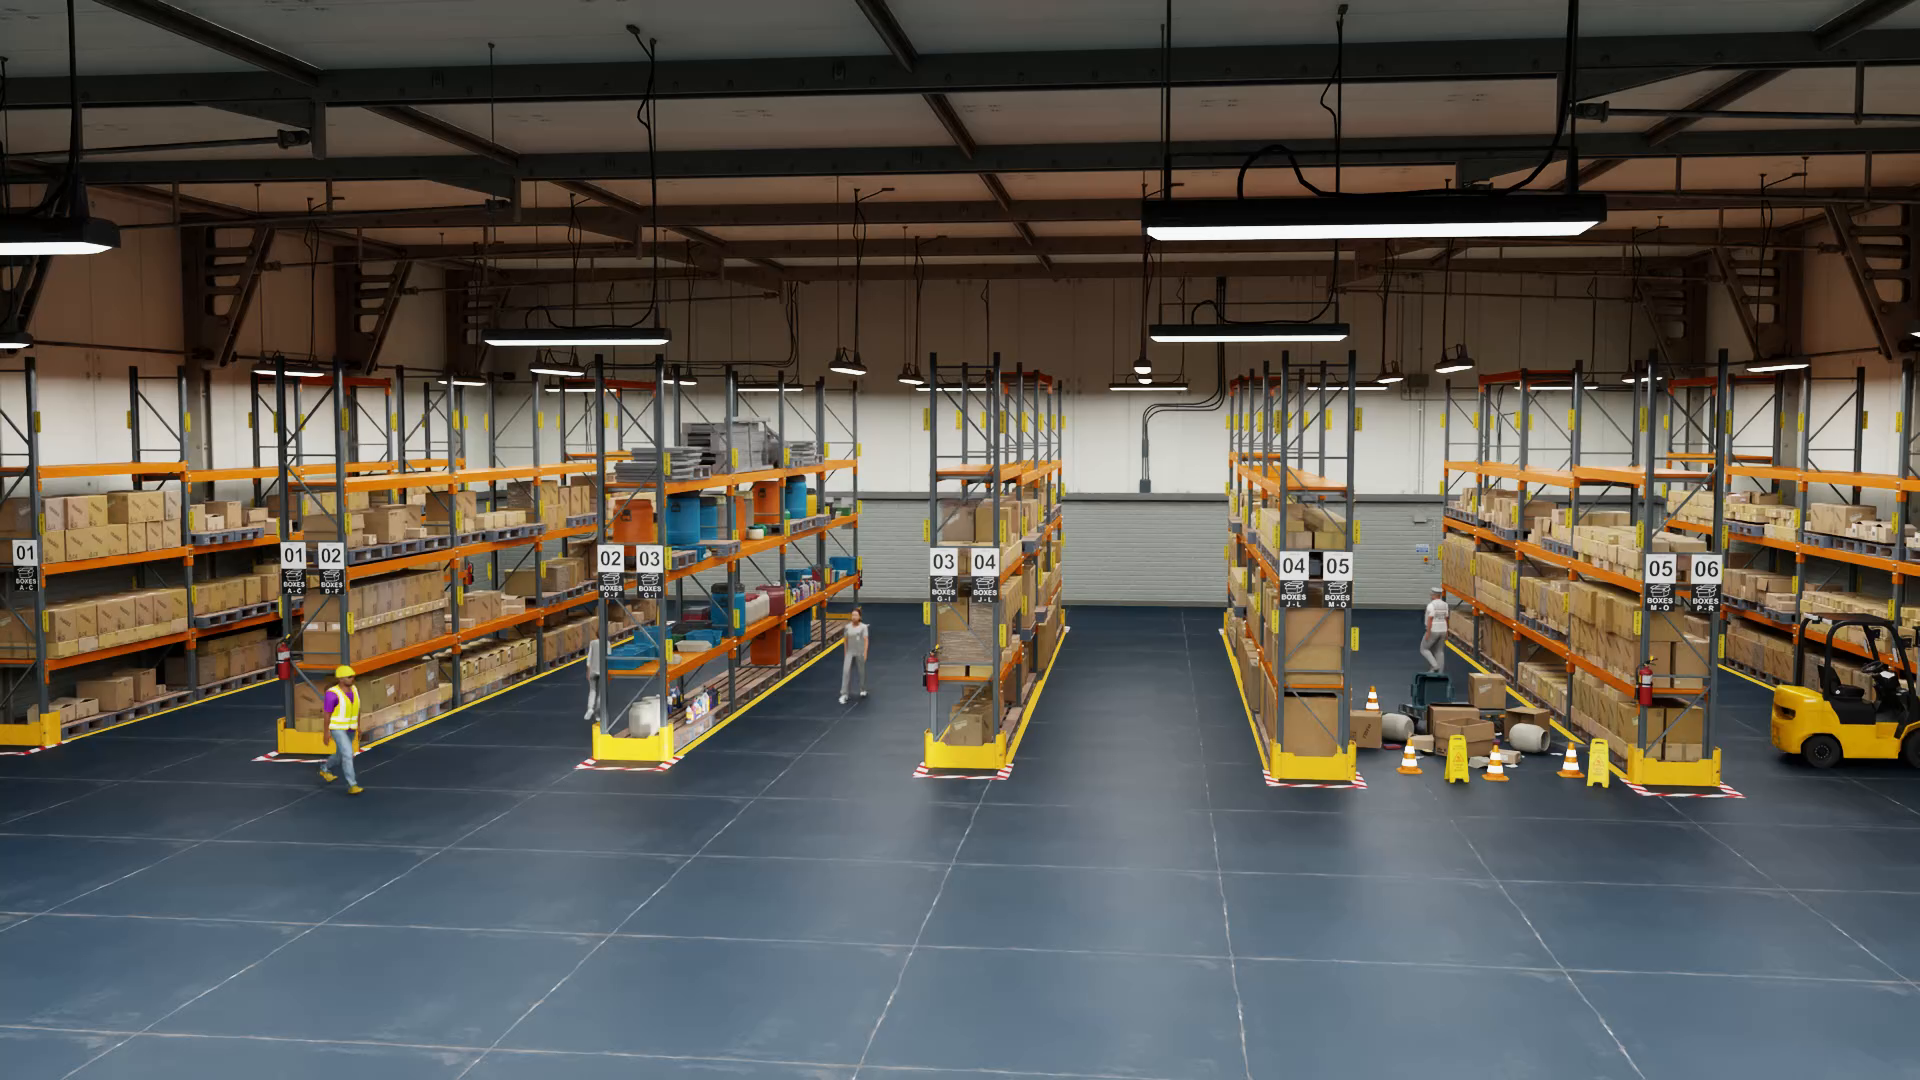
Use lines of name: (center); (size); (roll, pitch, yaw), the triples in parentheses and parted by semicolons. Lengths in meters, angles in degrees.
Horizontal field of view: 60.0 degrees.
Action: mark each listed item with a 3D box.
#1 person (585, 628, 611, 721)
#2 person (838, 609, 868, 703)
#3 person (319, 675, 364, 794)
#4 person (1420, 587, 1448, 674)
person: (-6.034, 2.235, 27.711); (0.448, 1.598, 0.436); (1, 4, 10)
person: (-1.881, 2.052, 29.900); (0.521, 1.627, 0.993); (1, 4, 15)
person: (-8.405, 2.570, 22.589); (1.076, 1.677, 0.582); (2, 5, 30)
person: (9.356, 1.776, 32.676); (0.580, 1.695, 0.433); (-2, 5, -30)
